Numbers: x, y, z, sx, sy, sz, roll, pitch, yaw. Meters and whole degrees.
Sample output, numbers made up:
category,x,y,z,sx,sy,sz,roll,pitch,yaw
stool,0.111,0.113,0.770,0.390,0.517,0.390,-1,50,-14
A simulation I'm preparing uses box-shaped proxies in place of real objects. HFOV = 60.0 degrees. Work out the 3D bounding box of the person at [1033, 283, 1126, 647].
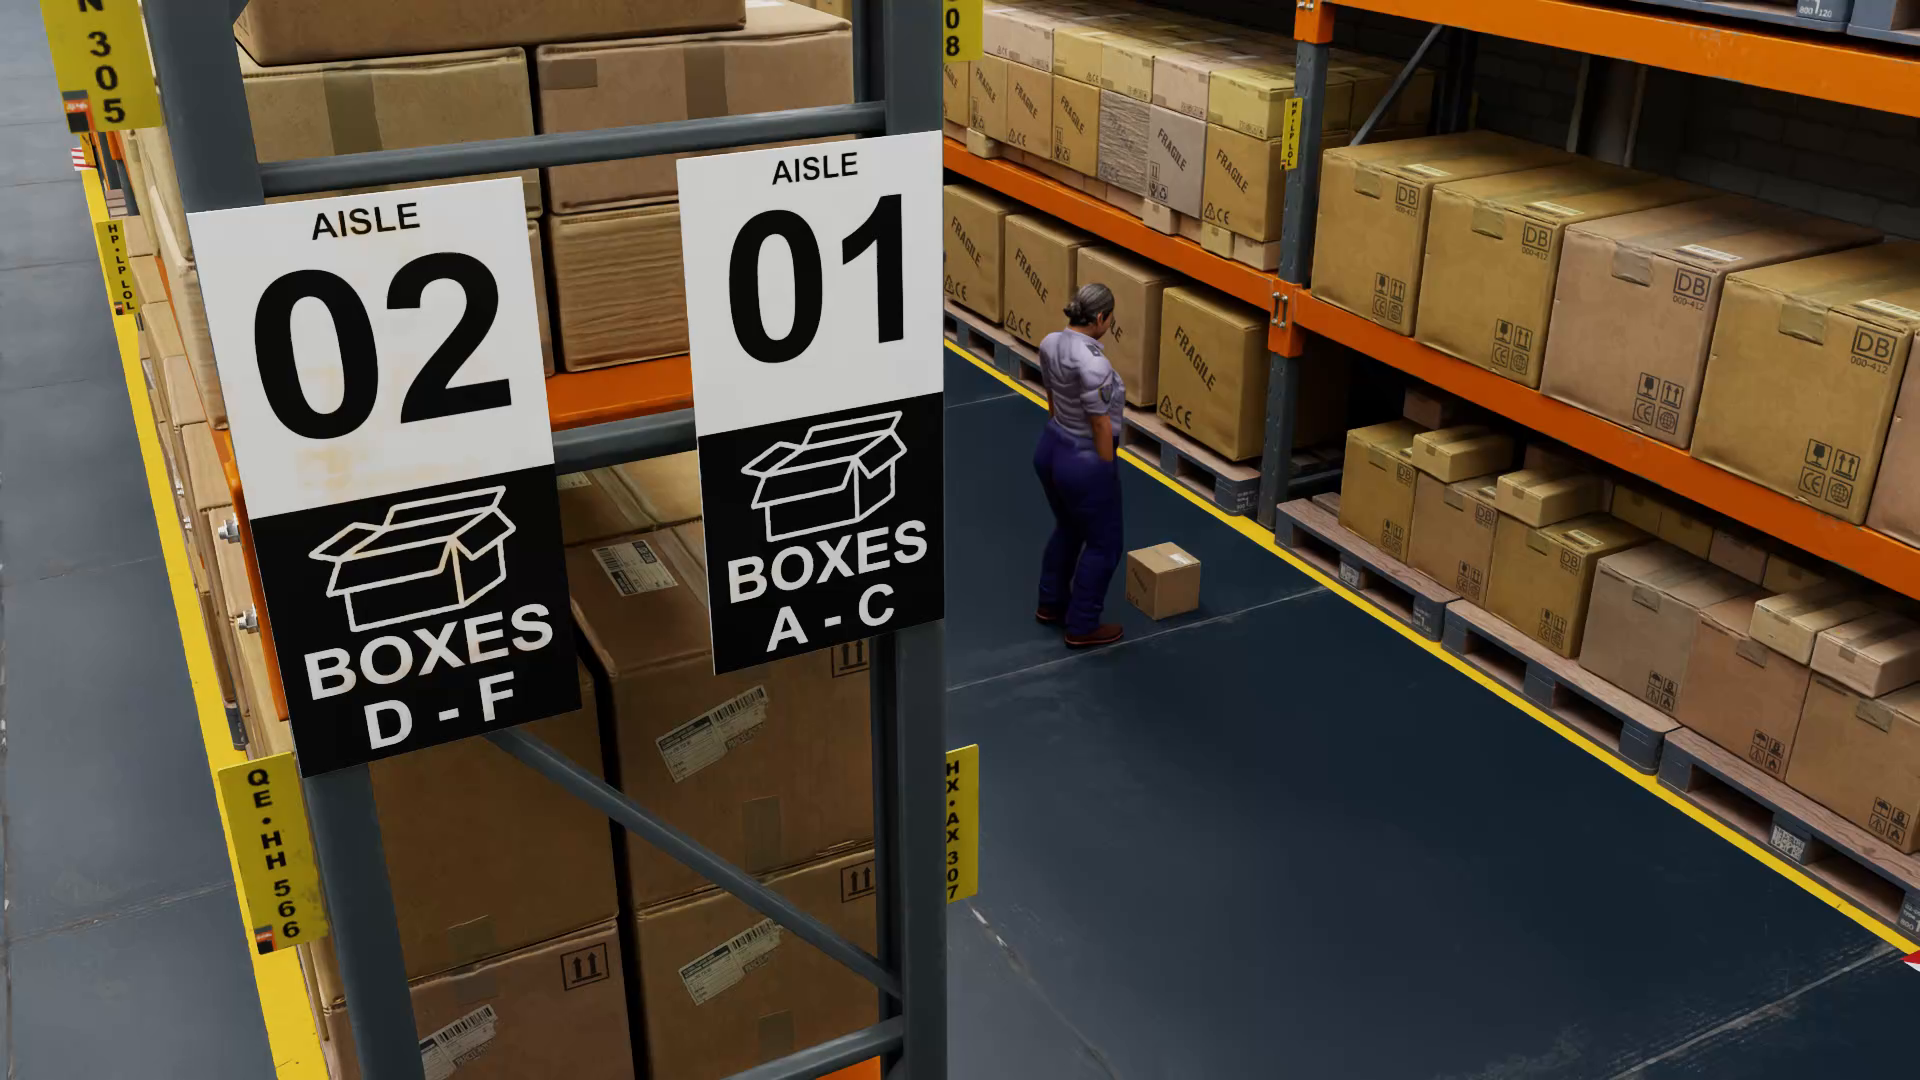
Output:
category,x,y,z,sx,sy,sz,roll,pitch,yaw
person,0.519,-0.335,7.352,0.347,1.634,0.480,-12,28,-24
